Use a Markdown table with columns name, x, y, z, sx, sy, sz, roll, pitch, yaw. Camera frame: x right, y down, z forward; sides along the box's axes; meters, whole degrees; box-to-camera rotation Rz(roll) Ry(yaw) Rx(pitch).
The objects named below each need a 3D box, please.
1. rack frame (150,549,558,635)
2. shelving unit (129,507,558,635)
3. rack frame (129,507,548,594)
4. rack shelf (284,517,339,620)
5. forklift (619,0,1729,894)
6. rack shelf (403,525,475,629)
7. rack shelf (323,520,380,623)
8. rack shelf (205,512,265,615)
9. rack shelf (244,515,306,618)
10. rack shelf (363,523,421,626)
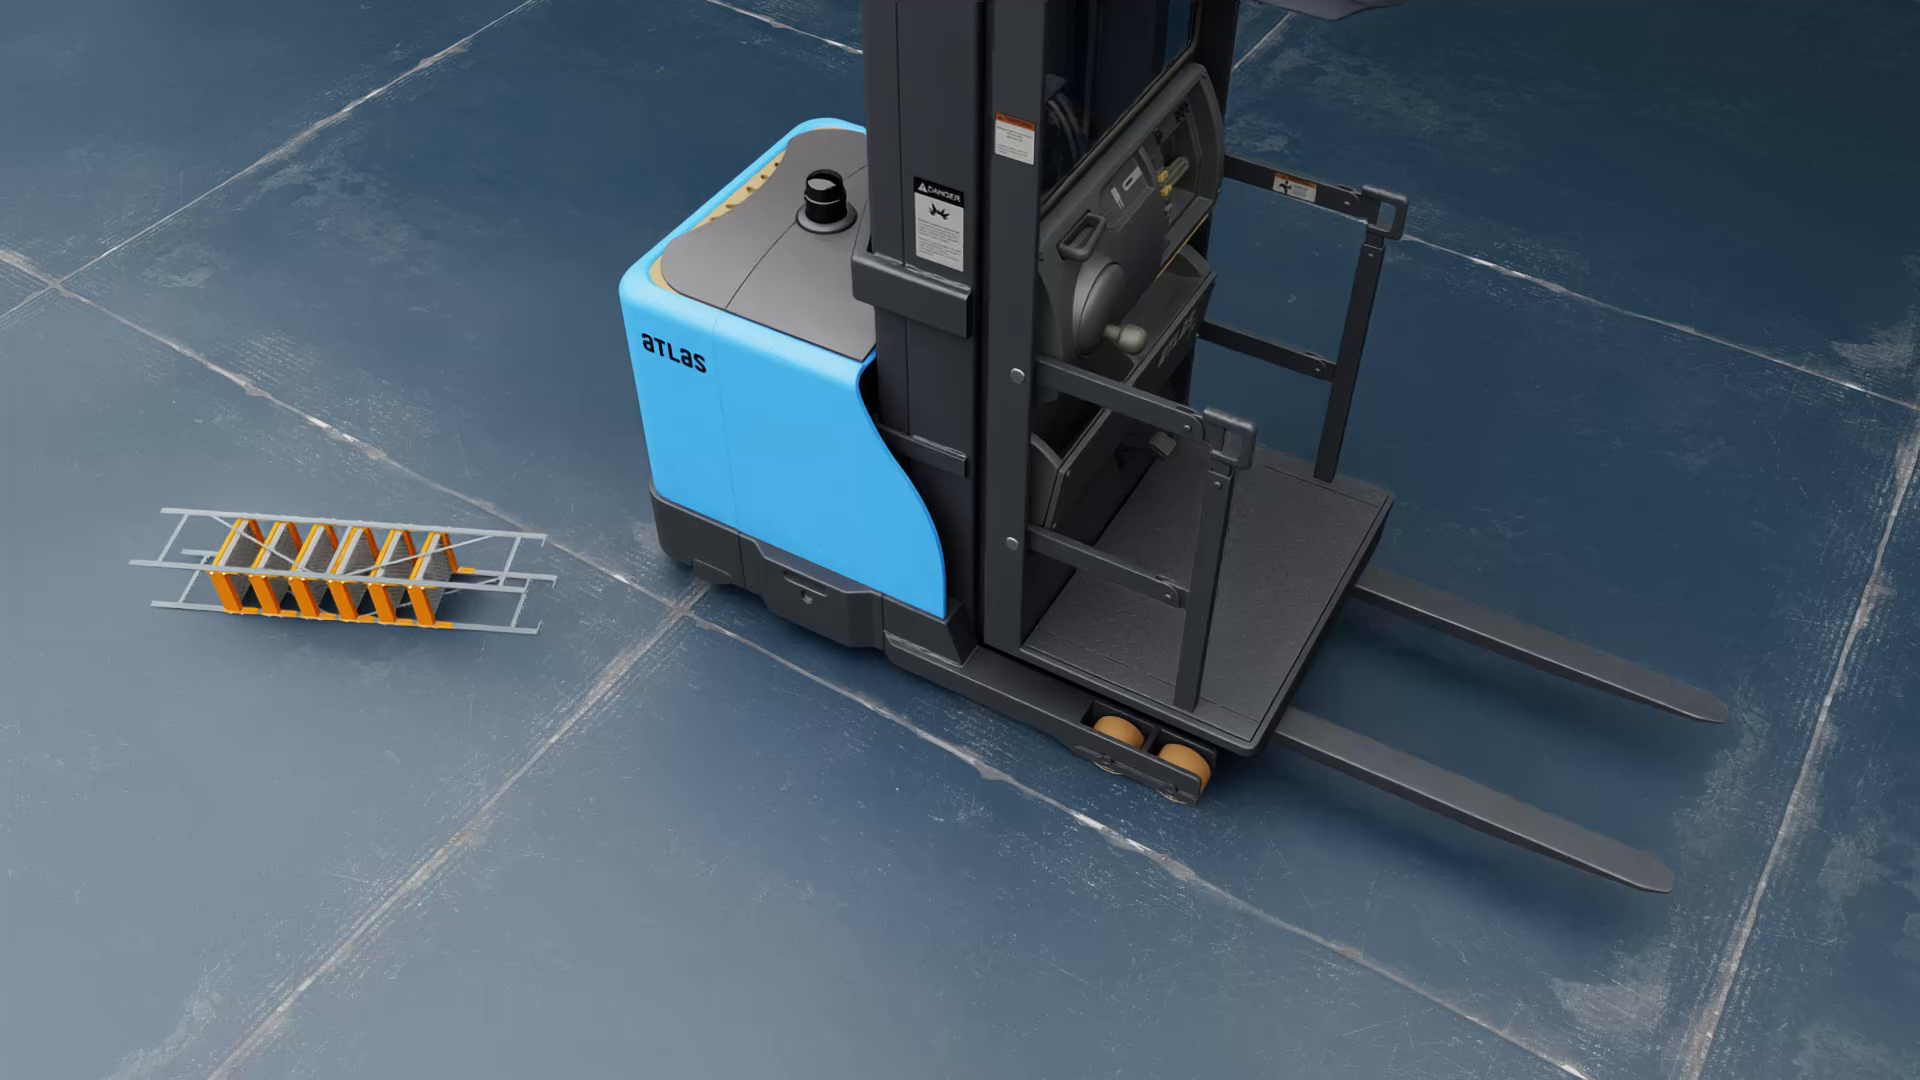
| name | x | y | z | sx | sy | sz | roll | pitch | yaw |
| --- | --- | --- | --- | --- | --- | --- | --- | --- | --- |
| rack frame | -1.849 | 0.156 | 5.091 | 1.200 | 0.006 | 0.240 | 4 | 46 | 4 |
| shelving unit | -1.849 | 0.092 | 5.025 | 1.200 | 0.189 | 0.258 | 4 | 46 | 4 |
| rack frame | -1.849 | 0.029 | 4.960 | 1.200 | 0.006 | 0.240 | 4 | 46 | 4 |
| rack shelf | -1.924 | 0.087 | 5.030 | 0.103 | 0.180 | 0.258 | 4 | 46 | 4 |
| forklift | 0.602 | -0.742 | 3.928 | 3.031 | 2.935 | 1.130 | 22 | 50 | 20 |
| rack shelf | -1.566 | 0.112 | 5.006 | 0.103 | 0.180 | 0.258 | 4 | 46 | 4 |
| rack shelf | -1.805 | 0.095 | 5.022 | 0.103 | 0.180 | 0.258 | 4 | 46 | 4 |
| rack shelf | -2.163 | 0.071 | 5.046 | 0.103 | 0.180 | 0.258 | 4 | 46 | 4 |
| rack shelf | -2.044 | 0.079 | 5.038 | 0.103 | 0.180 | 0.258 | 4 | 46 | 4 |
| rack shelf | -1.685 | 0.104 | 5.014 | 0.103 | 0.180 | 0.258 | 4 | 46 | 4 |
